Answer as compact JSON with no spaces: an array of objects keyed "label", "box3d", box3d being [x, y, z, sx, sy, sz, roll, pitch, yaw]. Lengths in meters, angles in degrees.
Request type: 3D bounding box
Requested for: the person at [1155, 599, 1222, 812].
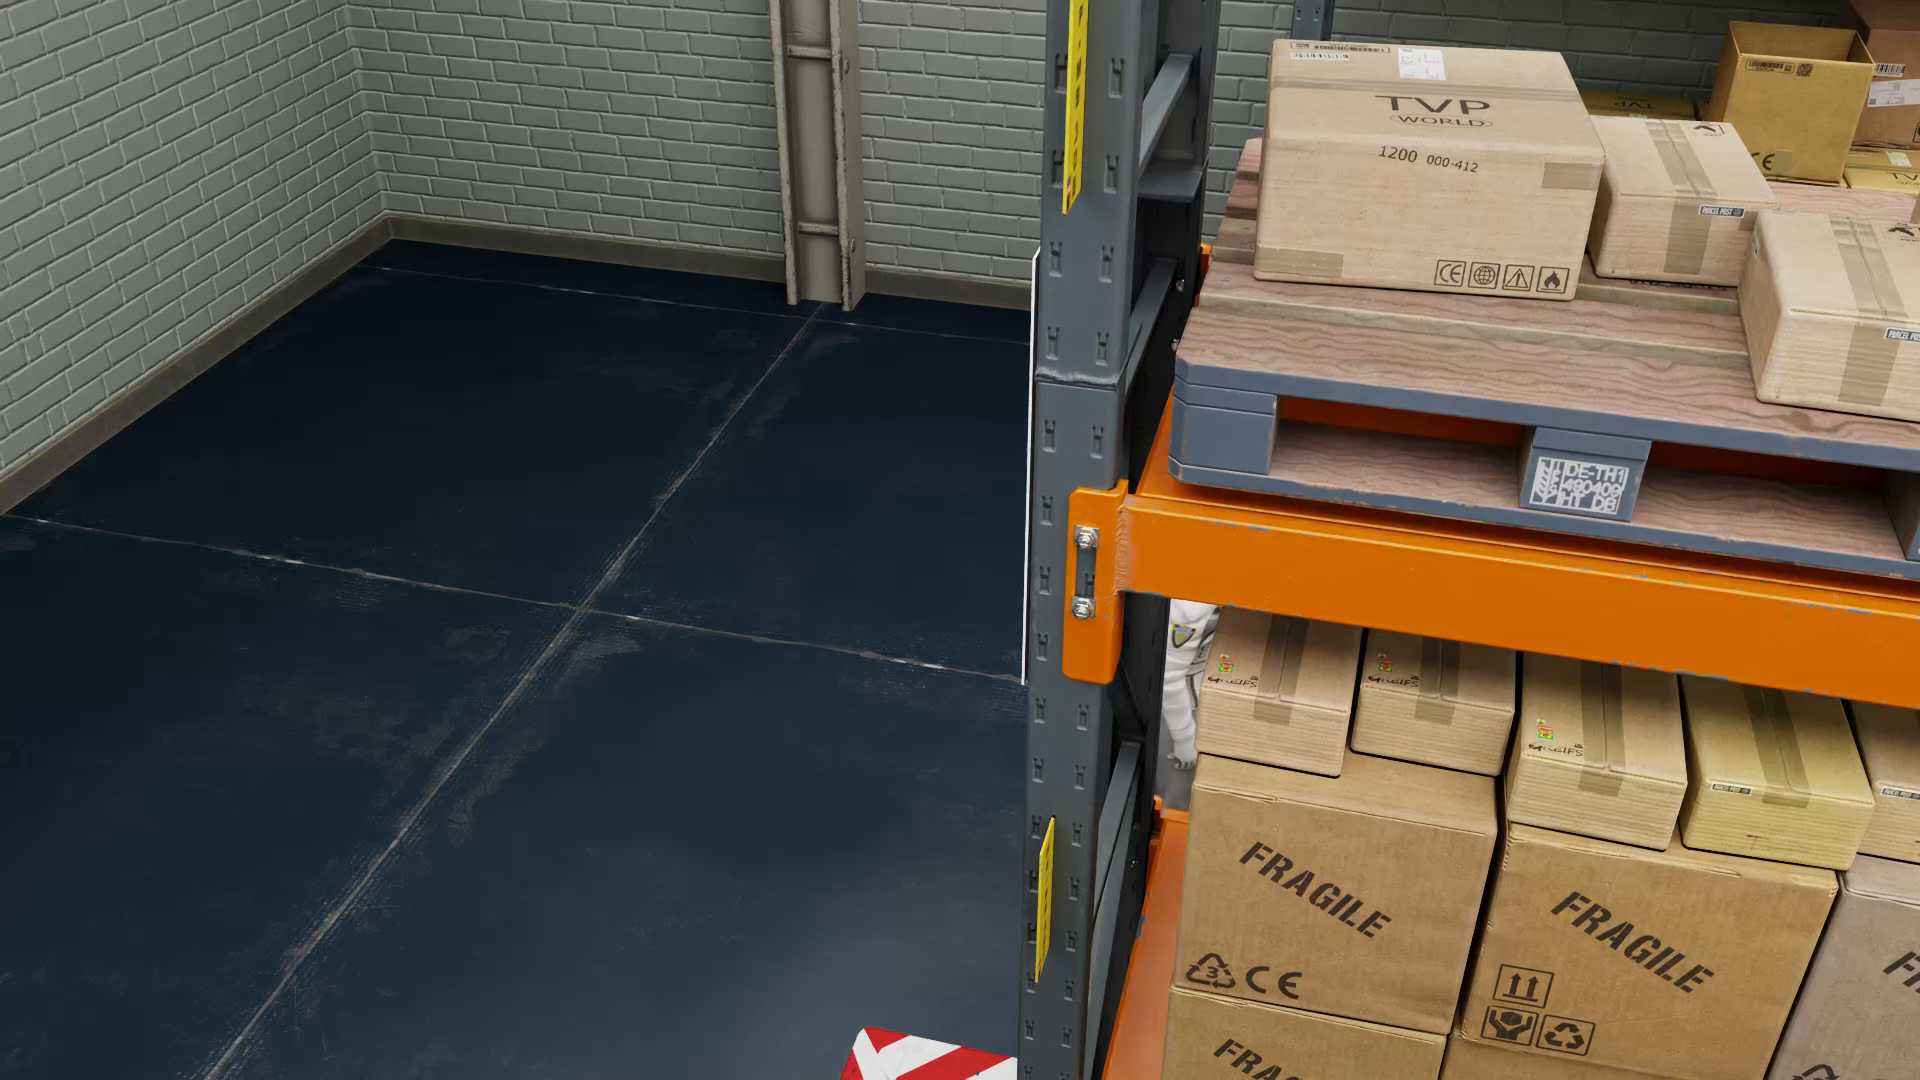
[{"label":"person","box3d":[0.744,0.502,5.363,0.404,1.664,0.530,8,34,13]}]
